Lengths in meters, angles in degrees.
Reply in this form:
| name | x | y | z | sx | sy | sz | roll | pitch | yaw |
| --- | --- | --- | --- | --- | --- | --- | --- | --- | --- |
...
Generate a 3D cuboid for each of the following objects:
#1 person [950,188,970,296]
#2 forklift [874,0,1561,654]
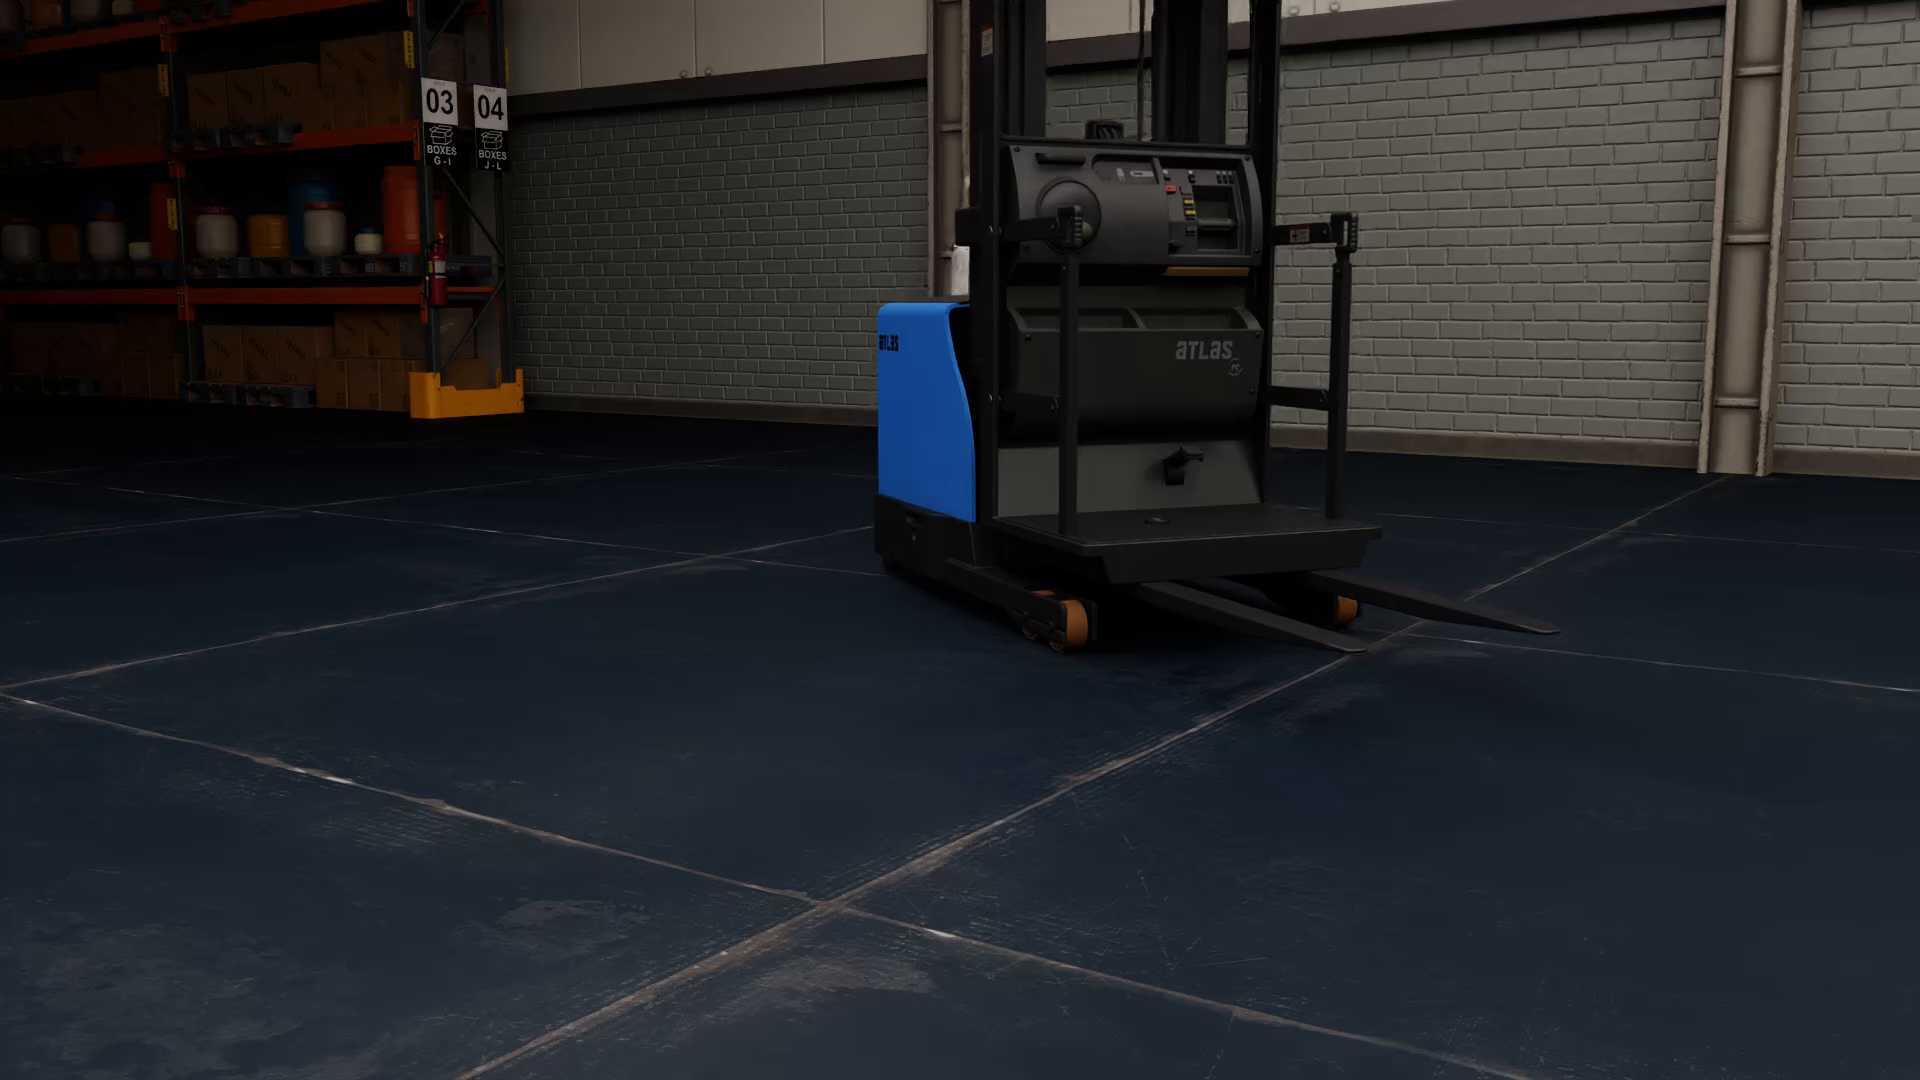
| name | x | y | z | sx | sy | sz | roll | pitch | yaw |
| --- | --- | --- | --- | --- | --- | --- | --- | --- | --- |
| person | 0.289 | -0.824 | 7.377 | 0.697 | 1.711 | 0.710 | -8 | 11 | -43 |
| forklift | 0.687 | -1.171 | 5.430 | 1.130 | 2.935 | 3.031 | -3 | 9 | -22 |
